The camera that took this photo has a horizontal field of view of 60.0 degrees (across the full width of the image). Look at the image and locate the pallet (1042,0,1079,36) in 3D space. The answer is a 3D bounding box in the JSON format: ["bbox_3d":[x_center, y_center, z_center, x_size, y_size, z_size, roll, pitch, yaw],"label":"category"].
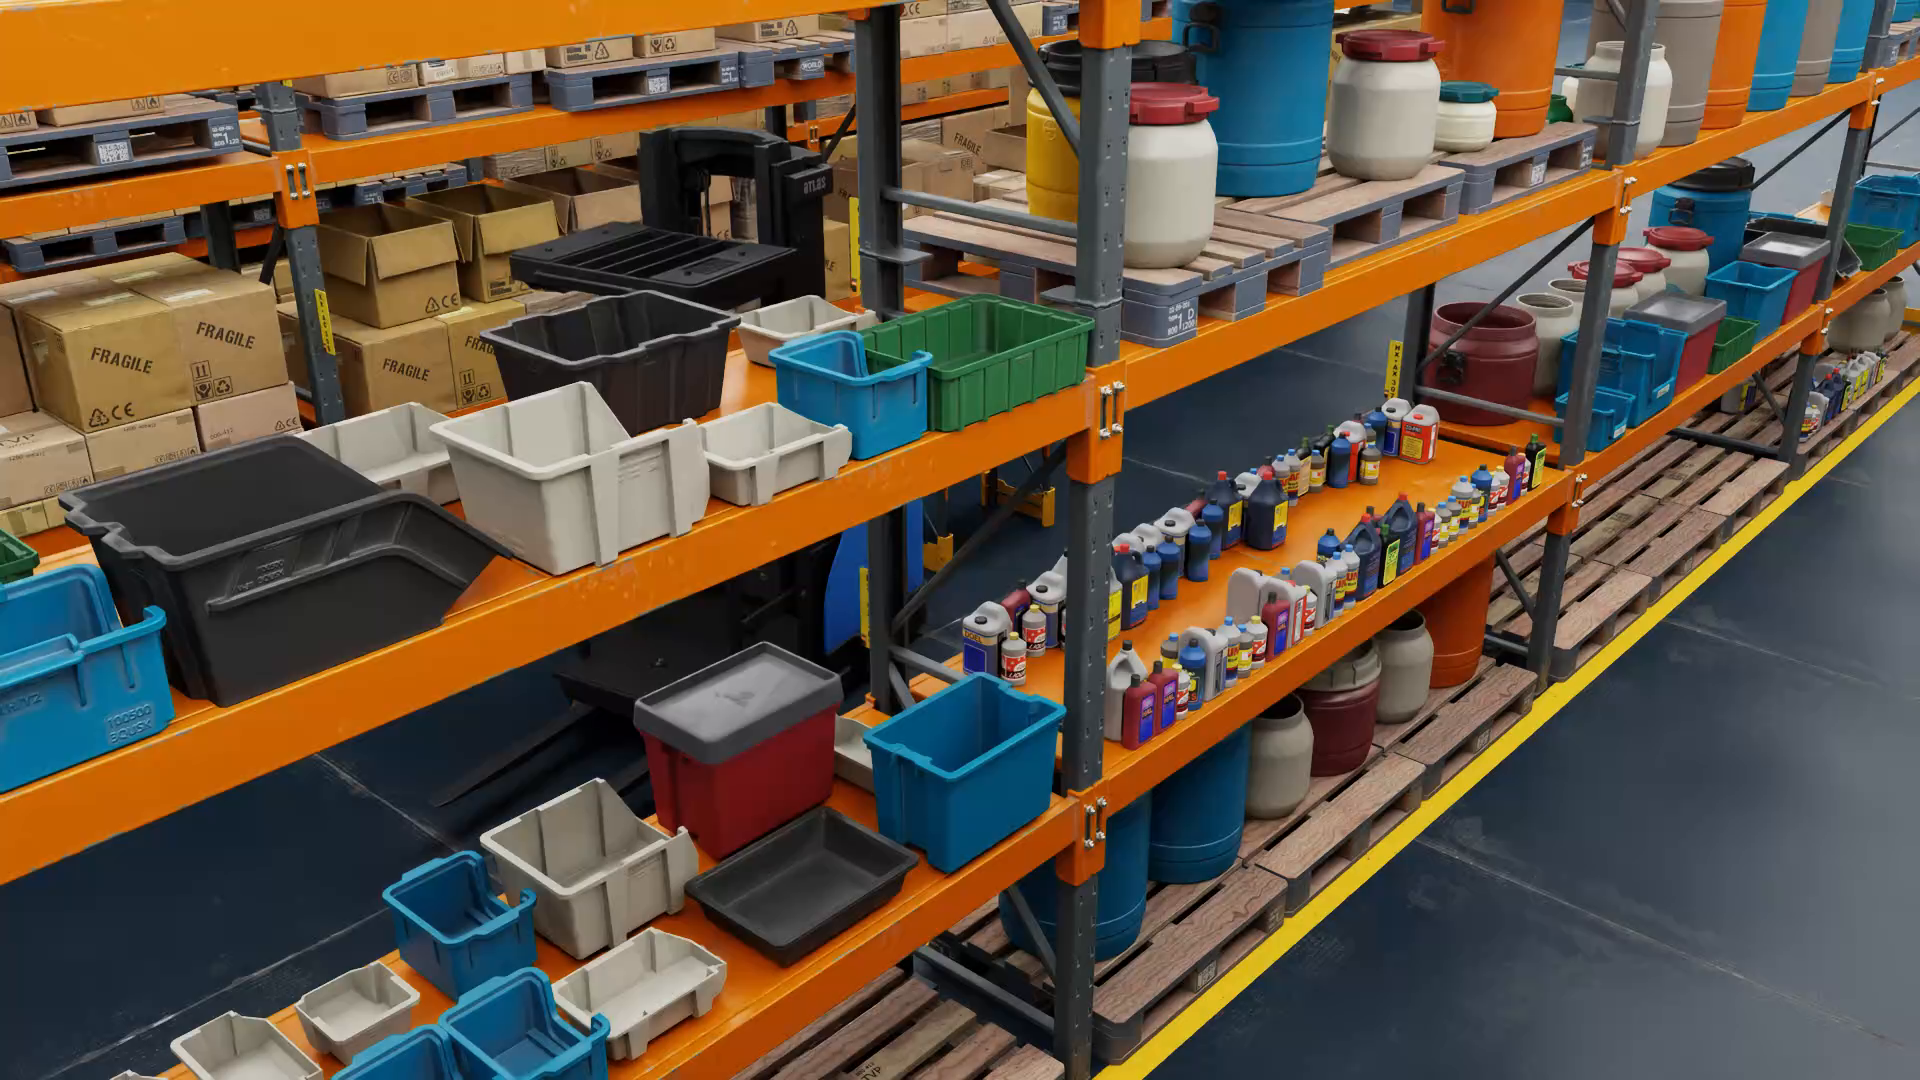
[{"bbox_3d":[0.546,-4.060,12.702,1.213,0.211,1.003,20,31,38],"label":"pallet"}]

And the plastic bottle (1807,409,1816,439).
[{"bbox_3d":[6.023,-0.833,11.824,0.097,0.201,0.097,0,24,0],"label":"plastic bottle"}]

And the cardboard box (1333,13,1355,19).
[{"bbox_3d":[3.488,-4.866,16.228,0.500,0.500,0.500,20,31,38],"label":"cardboard box"}]

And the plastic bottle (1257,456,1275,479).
[{"bbox_3d":[1.412,-0.246,7.774,0.061,0.283,0.133,20,31,38],"label":"plastic bottle"}]

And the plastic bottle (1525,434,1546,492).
[{"bbox_3d":[2.794,-0.389,8.094,0.061,0.283,0.133,20,31,38],"label":"plastic bottle"}]

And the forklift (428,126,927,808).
[{"bbox_3d":[-1.367,-0.406,8.073,1.130,2.935,3.031,13,27,27],"label":"forklift"}]

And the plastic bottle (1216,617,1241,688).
[{"bbox_3d":[1.011,0.419,6.306,0.097,0.271,0.097,0,24,0],"label":"plastic bottle"}]

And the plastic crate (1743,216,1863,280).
[{"bbox_3d":[5.860,-1.997,11.614,0.767,0.338,0.504,20,31,38],"label":"plastic crate"}]

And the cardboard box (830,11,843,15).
[{"bbox_3d":[-0.810,-3.891,11.361,0.500,0.500,0.500,21,32,39],"label":"cardboard box"}]

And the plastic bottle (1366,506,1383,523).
[{"bbox_3d":[1.800,-0.024,7.279,0.061,0.283,0.133,20,31,38],"label":"plastic bottle"}]

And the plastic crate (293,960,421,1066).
[{"bbox_3d":[-1.628,1.279,4.479,0.298,0.136,0.250,20,31,38],"label":"plastic crate"}]

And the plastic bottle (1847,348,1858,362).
[{"bbox_3d":[6.918,-1.361,12.901,0.061,0.283,0.133,20,31,38],"label":"plastic bottle"}]

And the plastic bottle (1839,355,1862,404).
[{"bbox_3d":[6.673,-1.212,12.488,0.144,0.351,0.185,20,31,37],"label":"plastic bottle"}]

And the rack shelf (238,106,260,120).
[{"bbox_3d":[-6.987,-5.021,19.162,1.077,0.370,4.000,20,31,38],"label":"rack shelf"}]

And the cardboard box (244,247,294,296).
[{"bbox_3d":[-5.510,-2.225,13.672,0.500,0.250,0.500,21,32,39],"label":"cardboard box"}]

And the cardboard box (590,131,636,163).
[{"bbox_3d":[-3.394,-3.837,15.520,0.500,0.500,0.500,20,31,37],"label":"cardboard box"}]

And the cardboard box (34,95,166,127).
[{"bbox_3d":[-4.089,-2.212,7.594,0.700,0.500,0.500,18,30,35],"label":"cardboard box"}]

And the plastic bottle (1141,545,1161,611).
[{"bbox_3d":[0.785,0.151,6.905,0.097,0.271,0.097,0,24,0],"label":"plastic bottle"}]

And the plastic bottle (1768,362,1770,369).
[{"bbox_3d":[6.415,-1.503,13.234,0.097,0.271,0.097,0,24,0],"label":"plastic bottle"}]

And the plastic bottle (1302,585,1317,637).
[{"bbox_3d":[1.385,0.280,6.701,0.097,0.201,0.097,0,24,0],"label":"plastic bottle"}]

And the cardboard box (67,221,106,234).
[{"bbox_3d":[-6.452,-2.358,12.137,0.380,0.149,0.250,21,31,38],"label":"cardboard box"}]

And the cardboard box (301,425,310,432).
[{"bbox_3d":[-3.200,-0.238,9.699,1.225,0.875,0.875,20,31,38],"label":"cardboard box"}]

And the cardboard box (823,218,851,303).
[{"bbox_3d":[-1.087,-1.862,11.114,0.500,0.500,0.500,21,32,39],"label":"cardboard box"}]

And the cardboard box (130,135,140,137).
[{"bbox_3d":[-6.421,-3.039,12.928,0.380,0.149,0.250,19,30,36],"label":"cardboard box"}]

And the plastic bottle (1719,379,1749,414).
[{"bbox_3d":[5.738,-1.128,12.300,0.144,0.351,0.185,20,31,38],"label":"plastic bottle"}]

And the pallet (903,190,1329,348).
[{"bbox_3d":[0.527,-1.011,5.904,1.213,0.211,1.003,20,31,38],"label":"pallet"}]

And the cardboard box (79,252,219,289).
[{"bbox_3d":[-4.122,-1.149,8.550,0.500,0.500,0.500,20,31,38],"label":"cardboard box"}]

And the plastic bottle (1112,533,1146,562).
[{"bbox_3d":[0.679,0.120,6.968,0.152,0.276,0.135,20,31,38],"label":"plastic bottle"}]

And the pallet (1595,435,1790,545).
[{"bbox_3d":[4.921,-0.378,11.336,1.003,0.211,1.213,20,31,38],"label":"pallet"}]

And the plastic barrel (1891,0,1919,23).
[{"bbox_3d":[6.160,-3.964,11.132,0.600,0.901,0.708,20,31,38],"label":"plastic barrel"}]

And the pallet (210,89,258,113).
[{"bbox_3d":[-7.926,-4.899,18.244,1.213,0.211,1.003,20,31,38],"label":"pallet"}]

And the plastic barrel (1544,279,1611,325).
[{"bbox_3d":[3.555,-1.233,9.697,0.421,0.512,0.421,0,24,0],"label":"plastic barrel"}]

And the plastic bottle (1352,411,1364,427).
[{"bbox_3d":[1.963,-0.497,8.336,0.061,0.283,0.133,20,31,38],"label":"plastic bottle"}]

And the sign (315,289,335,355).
[{"bbox_3d":[-3.198,-1.096,8.373,0.100,0.325,0.005,20,31,38],"label":"sign"}]

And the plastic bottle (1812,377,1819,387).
[{"bbox_3d":[6.270,-1.066,12.259,0.097,0.271,0.097,0,24,0],"label":"plastic bottle"}]

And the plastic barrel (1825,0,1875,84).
[{"bbox_3d":[5.238,-3.284,10.129,0.600,0.901,0.708,20,31,38],"label":"plastic barrel"}]

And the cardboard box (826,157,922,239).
[{"bbox_3d":[-0.612,-2.447,11.906,0.500,0.500,0.500,16,29,31],"label":"cardboard box"}]

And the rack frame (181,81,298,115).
[{"bbox_3d":[-3.612,-3.553,7.675,1.000,3.000,0.127,20,31,38],"label":"rack frame"}]

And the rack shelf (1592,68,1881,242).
[{"bbox_3d":[4.081,-2.332,9.497,1.077,0.370,4.000,20,31,38],"label":"rack shelf"}]

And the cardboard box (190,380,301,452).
[{"bbox_3d":[-3.711,-0.677,8.413,0.500,0.250,0.500,19,31,37],"label":"cardboard box"}]

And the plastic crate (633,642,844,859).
[{"bbox_3d":[-0.706,0.684,5.407,0.402,0.464,0.583,20,31,38],"label":"plastic crate"}]

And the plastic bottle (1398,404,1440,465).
[{"bbox_3d":[2.330,-0.540,8.440,0.152,0.276,0.135,20,31,38],"label":"plastic bottle"}]

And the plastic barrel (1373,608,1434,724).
[{"bbox_3d":[2.122,0.612,8.247,0.421,0.512,0.421,0,24,0],"label":"plastic barrel"}]

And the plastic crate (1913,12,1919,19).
[{"bbox_3d":[6.672,-3.579,11.659,0.336,0.188,0.450,20,31,38],"label":"plastic crate"}]

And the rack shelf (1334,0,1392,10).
[{"bbox_3d":[3.062,-4.903,15.232,1.077,0.370,4.000,20,31,38],"label":"rack shelf"}]

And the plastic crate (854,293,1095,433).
[{"bbox_3d":[0.019,-0.524,4.844,0.450,0.188,0.662,20,31,38],"label":"plastic crate"}]

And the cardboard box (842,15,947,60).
[{"bbox_3d":[-0.439,-3.408,11.202,0.500,0.250,0.500,21,31,38],"label":"cardboard box"}]

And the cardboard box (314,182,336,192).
[{"bbox_3d":[-5.241,-2.910,13.367,0.380,0.149,0.250,19,30,35],"label":"cardboard box"}]

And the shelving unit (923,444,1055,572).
[{"bbox_3d":[0.051,-0.708,10.495,0.587,1.500,1.083,20,31,38],"label":"shelving unit"}]

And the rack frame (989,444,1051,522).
[{"bbox_3d":[0.396,-0.865,10.847,0.500,1.500,0.032,20,31,38],"label":"rack frame"}]

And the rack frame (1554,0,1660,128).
[{"bbox_3d":[2.746,-3.419,7.377,1.000,3.000,0.127,20,31,38],"label":"rack frame"}]

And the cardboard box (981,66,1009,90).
[{"bbox_3d":[0.206,-5.626,19.449,0.875,0.550,0.550,20,31,38],"label":"cardboard box"}]
